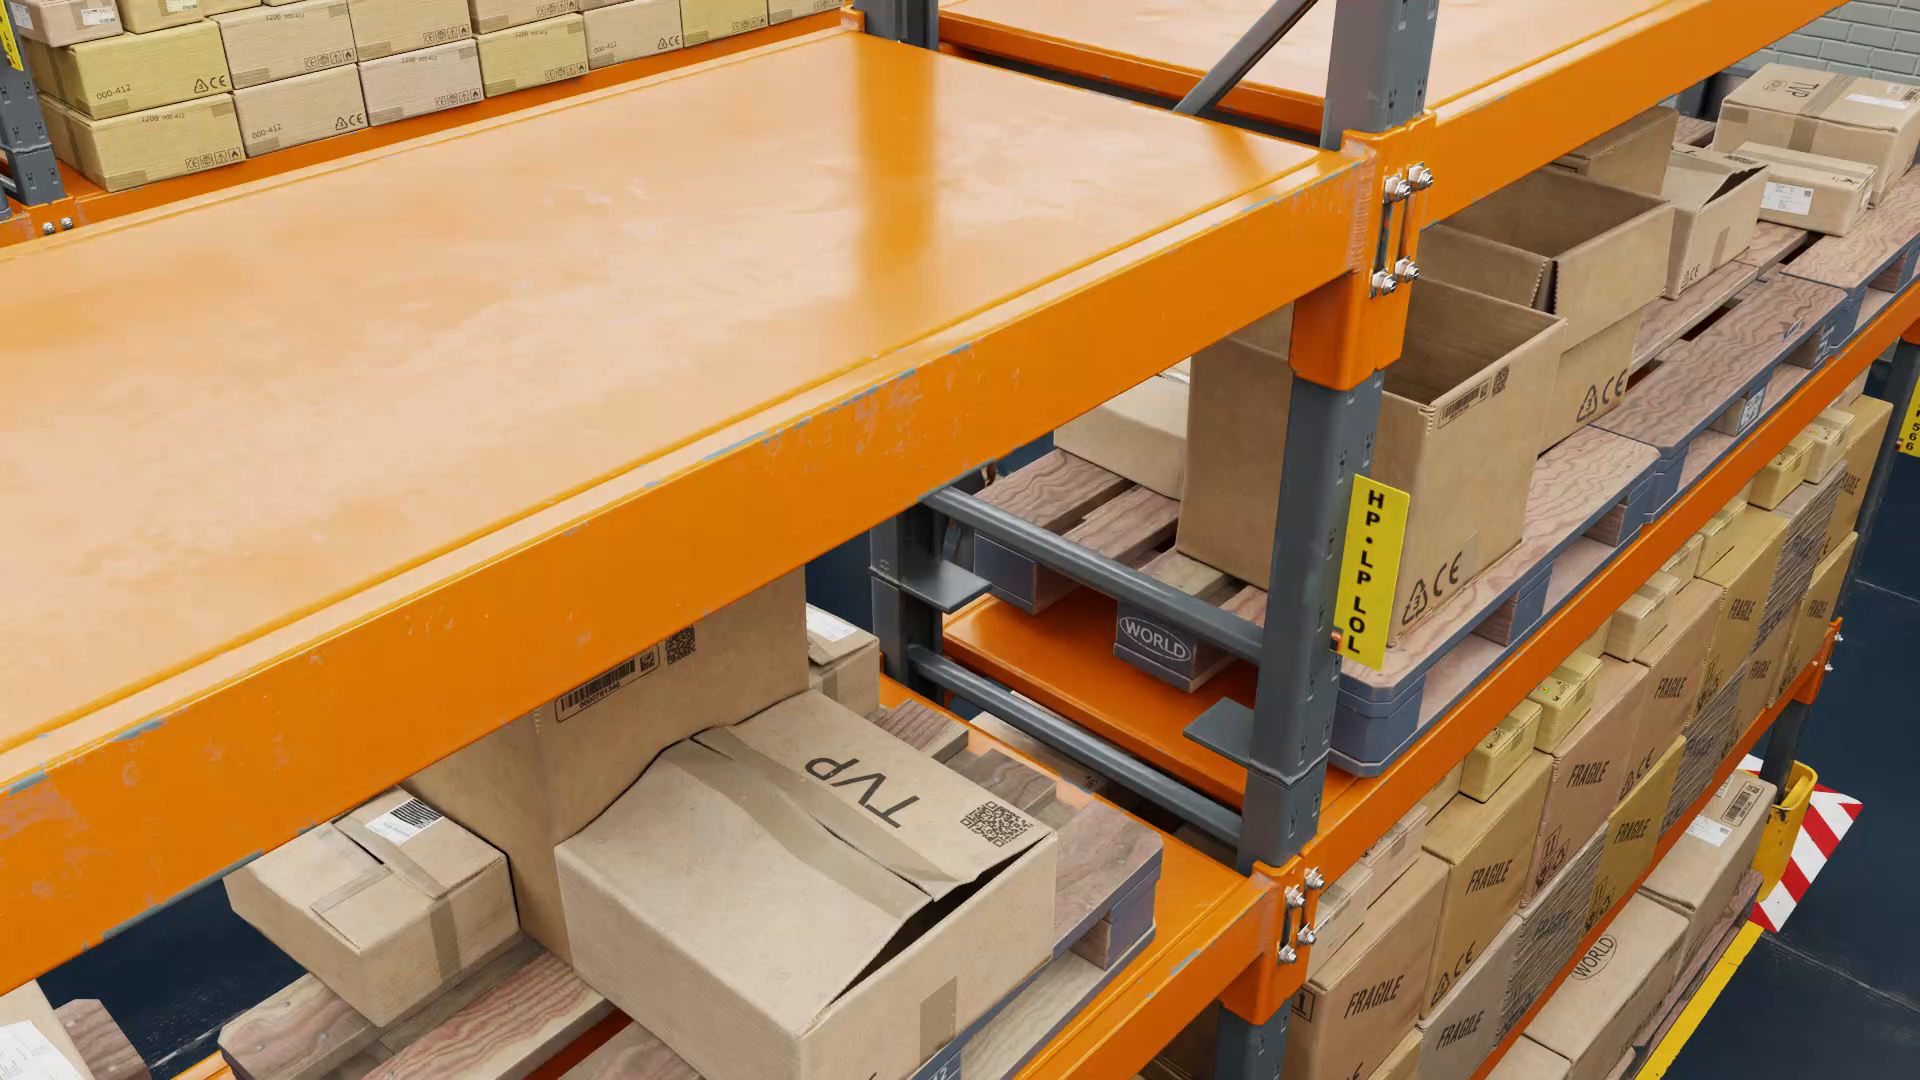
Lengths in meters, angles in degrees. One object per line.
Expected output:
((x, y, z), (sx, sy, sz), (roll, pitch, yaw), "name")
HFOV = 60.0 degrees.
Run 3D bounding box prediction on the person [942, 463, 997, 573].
((-0.044, -0.379, 8.253), (0.494, 1.659, 0.345), (24, 39, 34), "person")
